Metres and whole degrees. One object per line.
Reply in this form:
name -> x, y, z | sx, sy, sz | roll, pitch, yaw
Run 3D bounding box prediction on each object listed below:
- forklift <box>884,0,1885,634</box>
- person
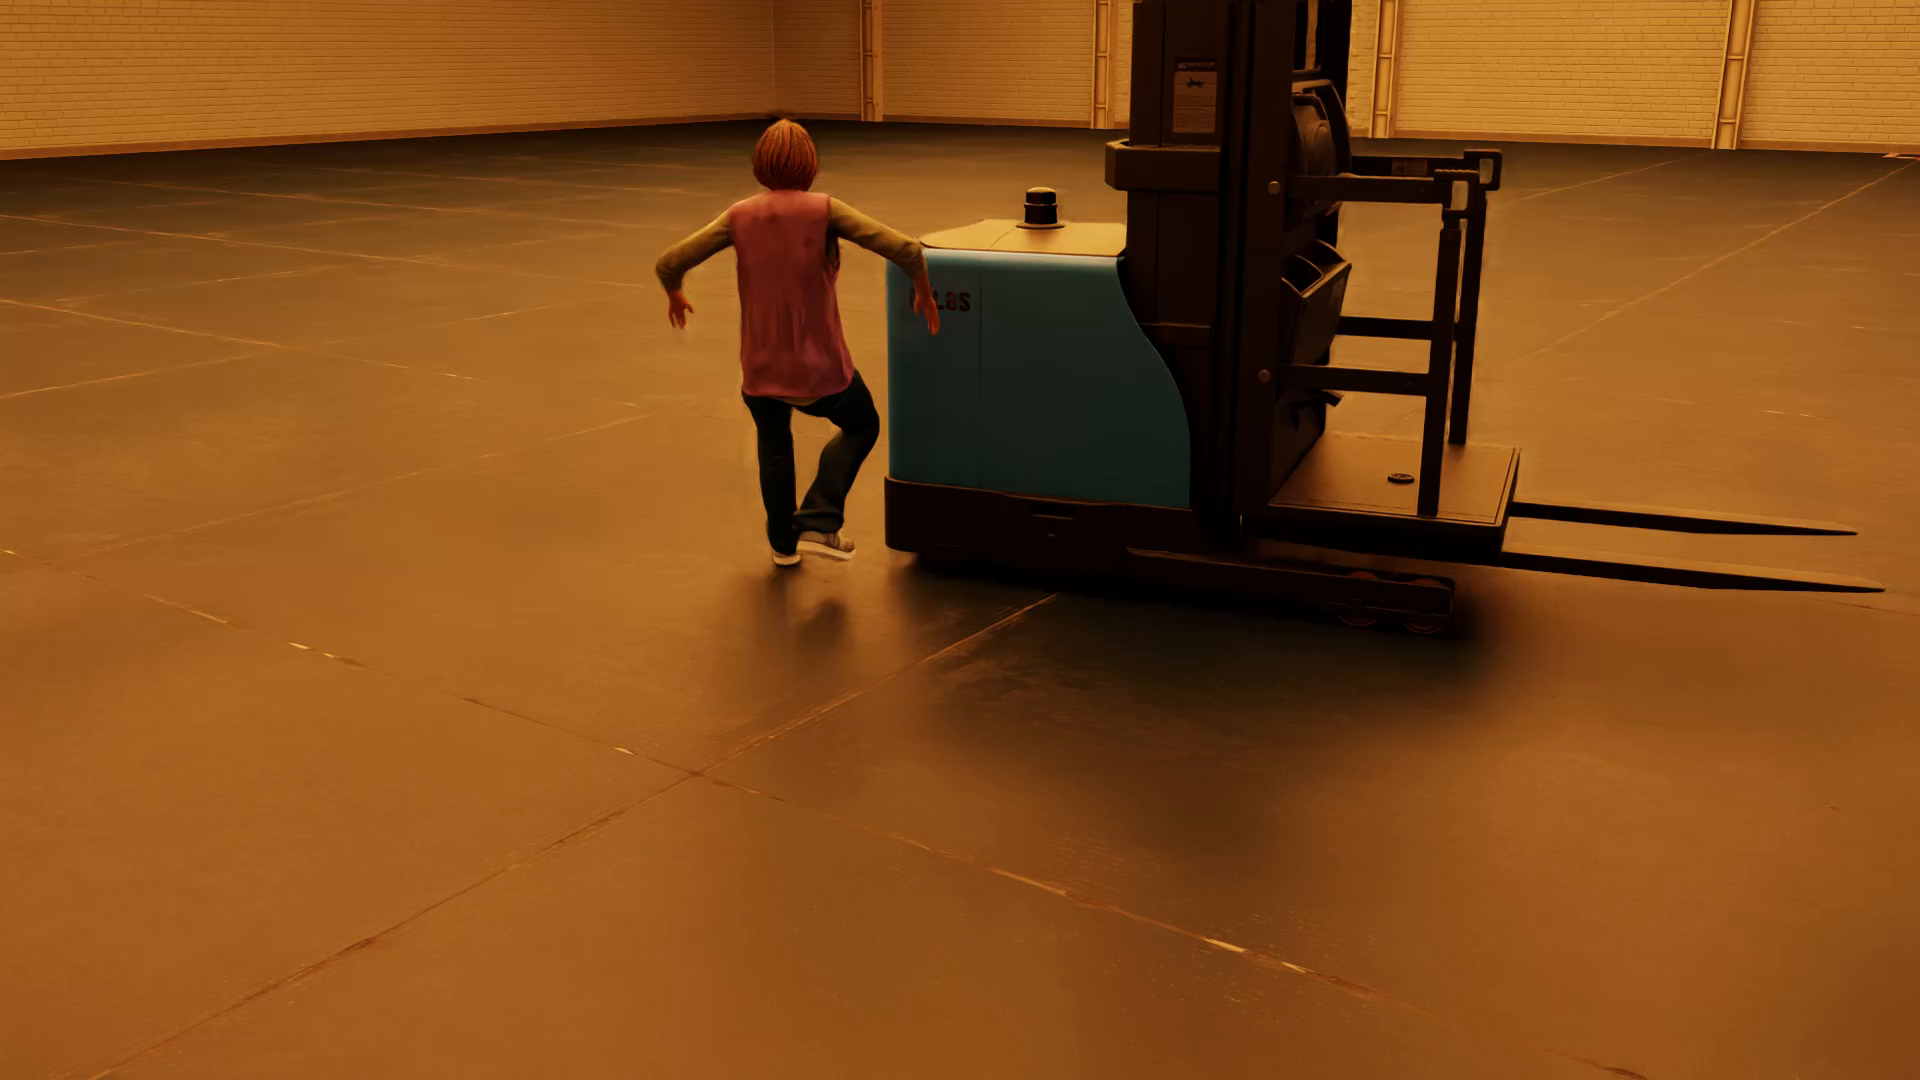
forklift -> 1.317, -1.293, 5.155 | 3.031, 2.935, 1.130 | 6, 18, 20
person -> -0.490, -0.588, 5.308 | 0.887, 1.476, 0.682 | 5, 17, 15
